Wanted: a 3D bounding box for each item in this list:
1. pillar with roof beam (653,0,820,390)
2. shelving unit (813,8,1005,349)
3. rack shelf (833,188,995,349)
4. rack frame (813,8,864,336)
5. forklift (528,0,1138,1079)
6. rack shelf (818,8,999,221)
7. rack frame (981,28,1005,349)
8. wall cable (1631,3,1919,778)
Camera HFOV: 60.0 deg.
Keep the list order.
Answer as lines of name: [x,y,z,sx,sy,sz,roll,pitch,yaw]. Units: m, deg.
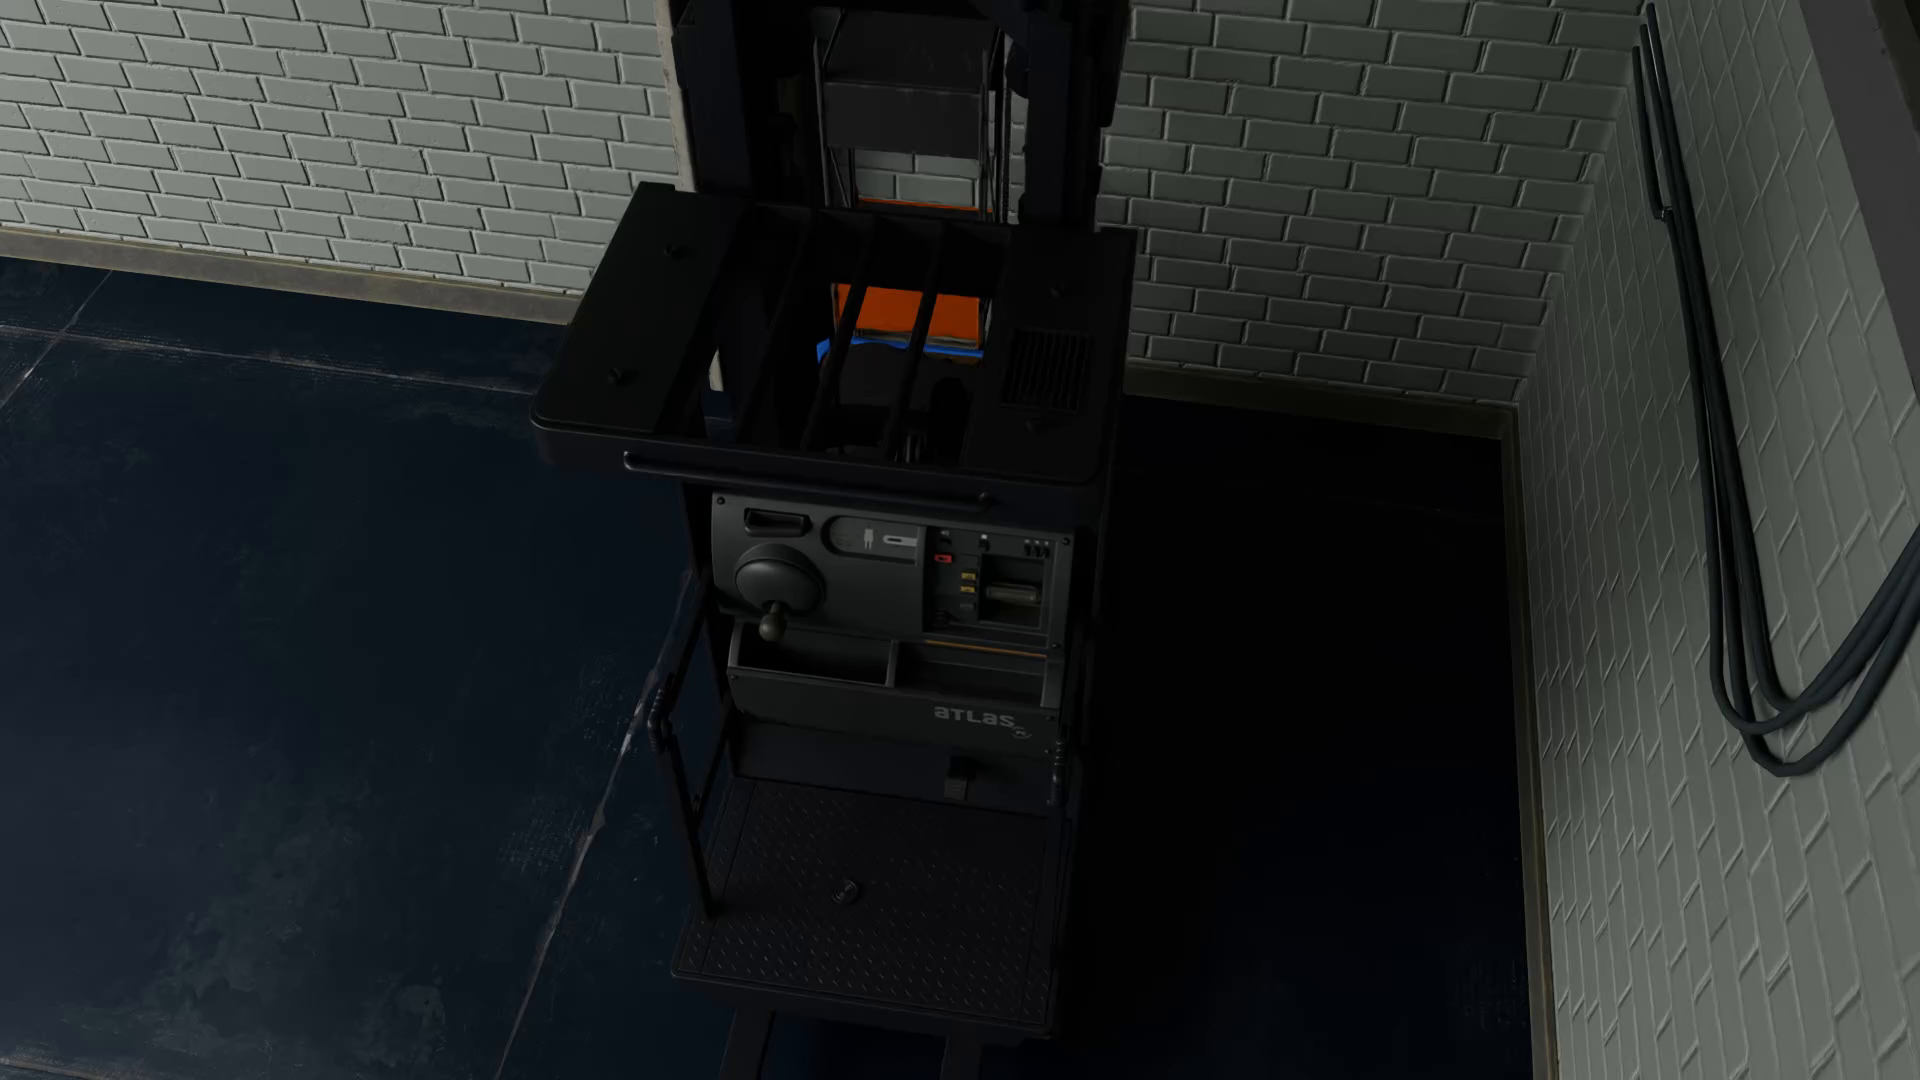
pillar with roof beam: [-1.563,-0.562,0.706,0.400,9.000,9.100,8,49,7]
shelving unit: [-0.141,-0.839,5.592,0.503,2.100,0.431,6,48,5]
rack shelf: [-0.141,-0.830,5.603,0.480,0.518,0.431,6,48,5]
rack frame: [-0.383,-0.865,5.616,0.015,2.100,0.400,6,48,5]
forklift: [-0.208,0.196,4.103,1.130,2.935,3.031,7,48,6]
rack shelf: [-0.141,-1.298,5.082,0.480,0.518,0.431,6,48,5]
rack frame: [0.100,-0.813,5.569,0.015,2.100,0.400,6,48,5]
wall cable: [1.867,-1.318,3.472,0.112,2.526,3.097,8,49,7]
